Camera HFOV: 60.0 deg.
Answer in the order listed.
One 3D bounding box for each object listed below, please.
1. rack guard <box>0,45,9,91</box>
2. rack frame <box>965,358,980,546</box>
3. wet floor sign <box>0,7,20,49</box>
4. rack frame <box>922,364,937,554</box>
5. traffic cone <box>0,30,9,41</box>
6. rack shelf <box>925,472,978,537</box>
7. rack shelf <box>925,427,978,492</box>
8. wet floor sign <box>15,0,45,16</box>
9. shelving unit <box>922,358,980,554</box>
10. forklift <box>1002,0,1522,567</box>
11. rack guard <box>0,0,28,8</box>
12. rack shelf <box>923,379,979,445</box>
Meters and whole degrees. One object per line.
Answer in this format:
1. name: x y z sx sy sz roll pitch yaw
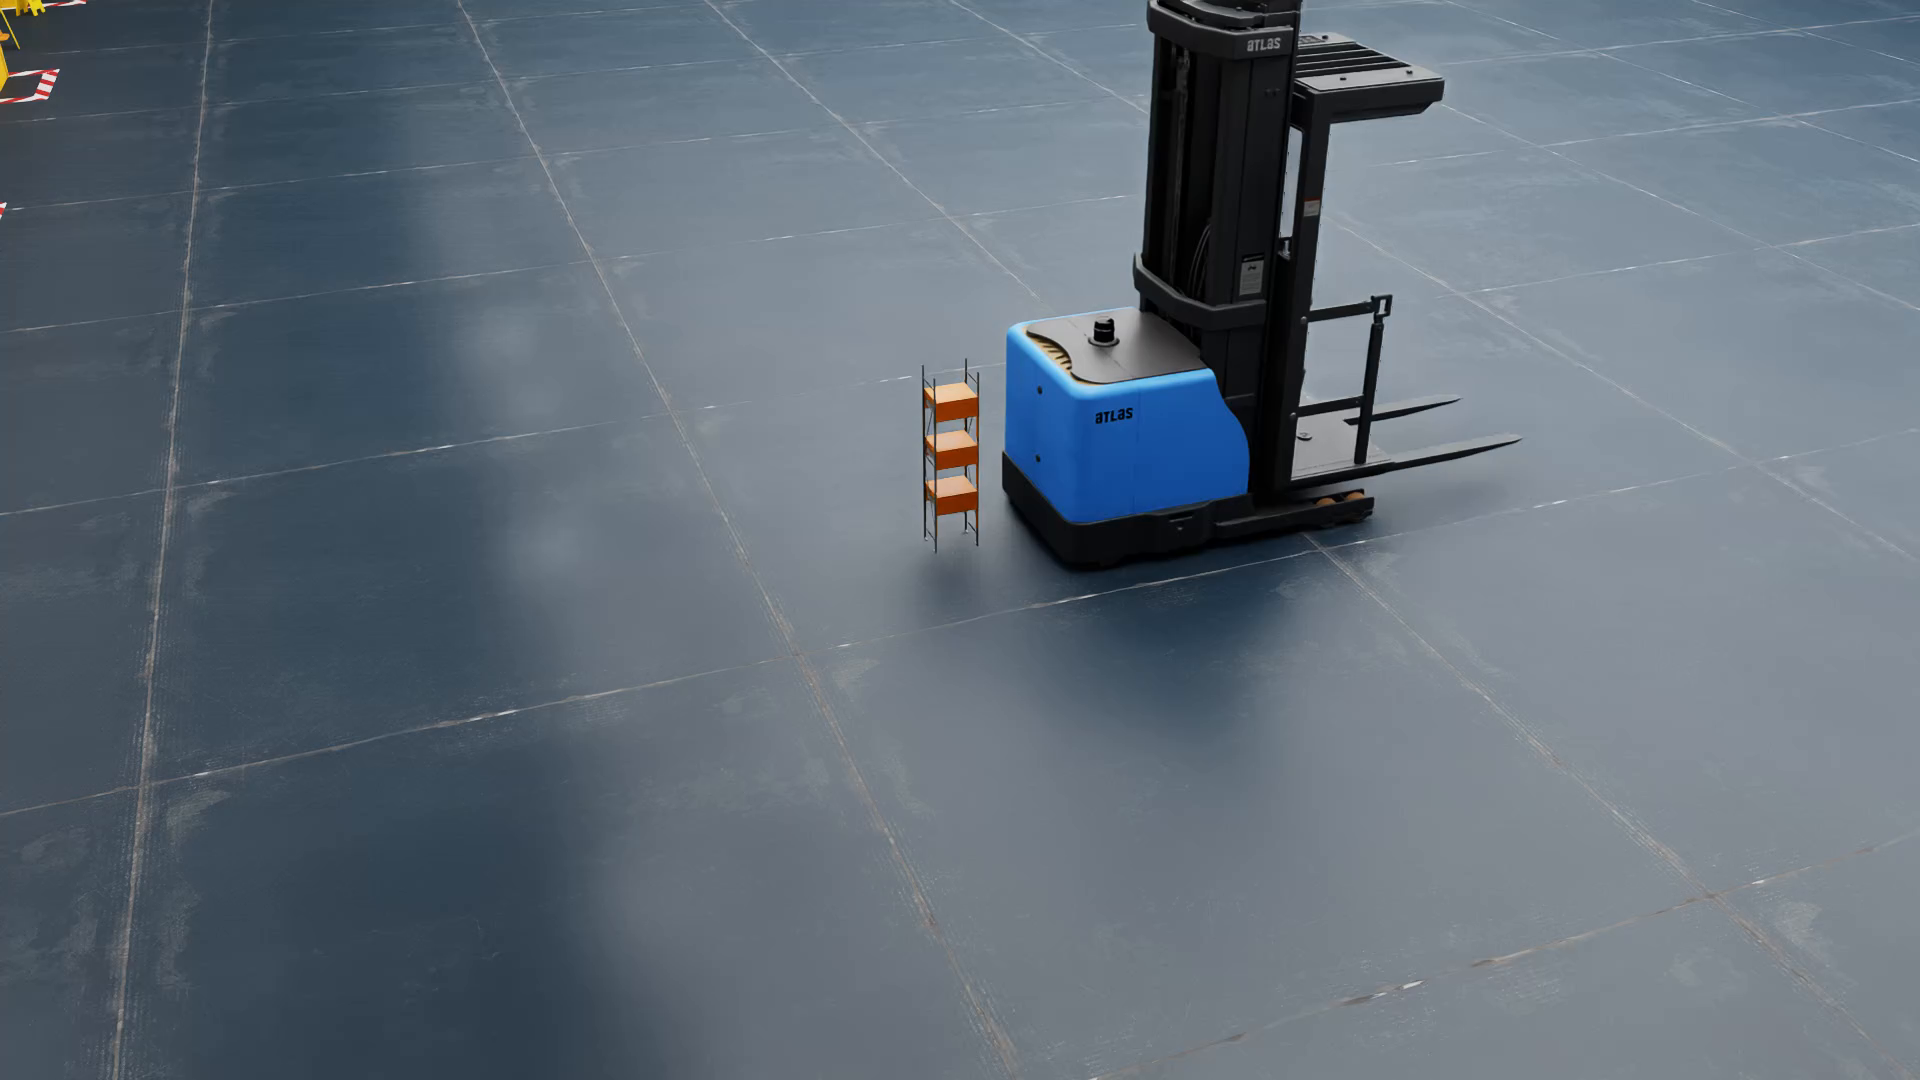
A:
1. rack guard: -10.374 -5.015 17.580 0.348 0.500 1.175 -10 31 -18
2. rack frame: 0.064 -0.468 9.043 0.008 1.050 0.200 -10 31 -18
3. wet floor sign: -11.060 -5.997 19.158 0.232 0.644 0.267 -16 33 -26
4. rack frame: -0.164 -0.426 8.970 0.008 1.050 0.200 -10 31 -18
5. traffic cone: -11.465 -6.145 19.600 0.334 0.463 0.336 -10 31 -18
6. rack shelf: -0.050 -0.196 9.149 0.240 0.259 0.215 -10 31 -18
7. rack shelf: -0.050 -0.438 9.012 0.240 0.259 0.215 -10 31 -18
8. wet floor sign: -11.666 -6.889 20.723 0.232 0.644 0.267 0 30 0
9. shelving unit: -0.050 -0.447 9.006 0.252 1.050 0.215 -10 31 -18
10. forklift: 1.815 -1.575 9.086 3.031 2.935 1.130 -11 31 -18
11. rack guard: -12.289 -7.277 21.550 0.348 0.500 1.175 -10 31 -18
12. rack shelf: -0.050 -0.684 8.871 0.240 0.259 0.215 -10 31 -18
